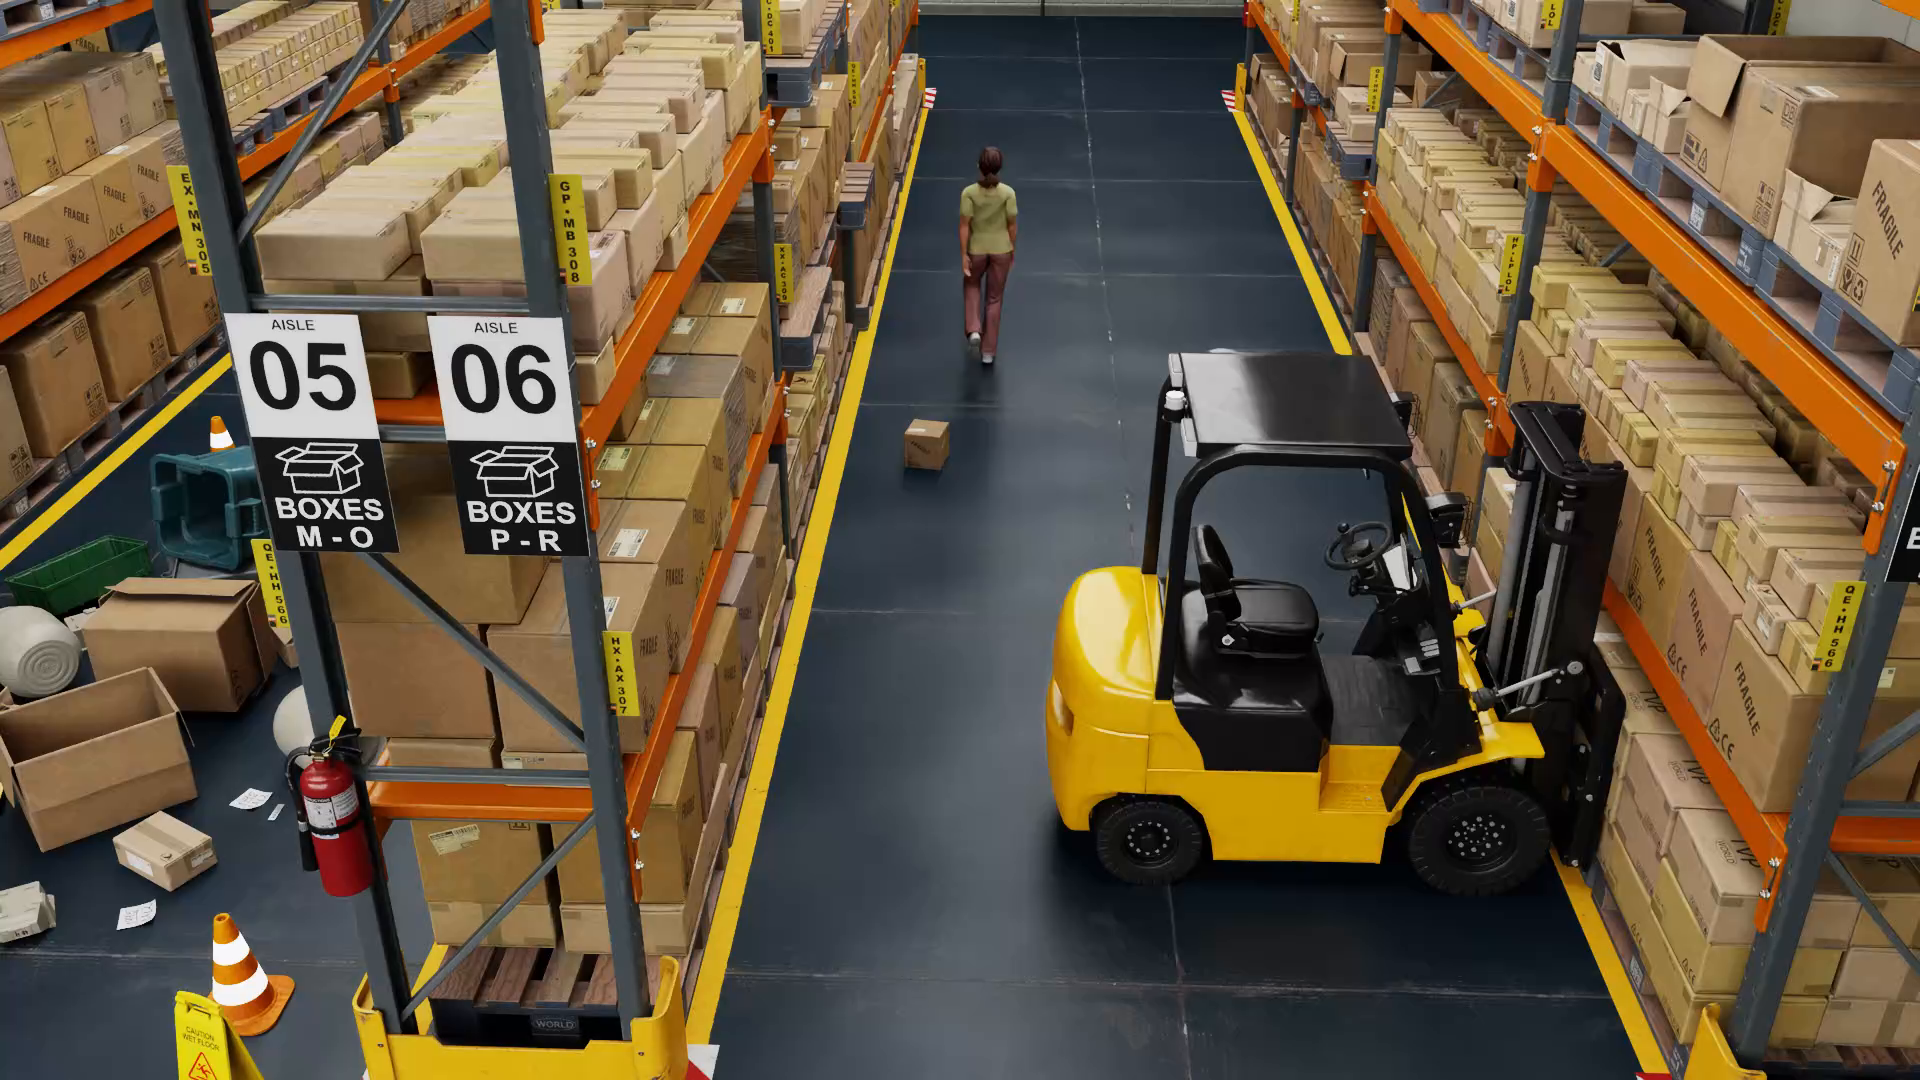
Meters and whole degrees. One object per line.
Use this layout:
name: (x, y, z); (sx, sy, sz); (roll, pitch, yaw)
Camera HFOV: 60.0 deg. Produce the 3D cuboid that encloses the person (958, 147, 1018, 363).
person: (0.218, -2.186, 12.700); (0.441, 1.676, 0.465); (2, 28, 3)
